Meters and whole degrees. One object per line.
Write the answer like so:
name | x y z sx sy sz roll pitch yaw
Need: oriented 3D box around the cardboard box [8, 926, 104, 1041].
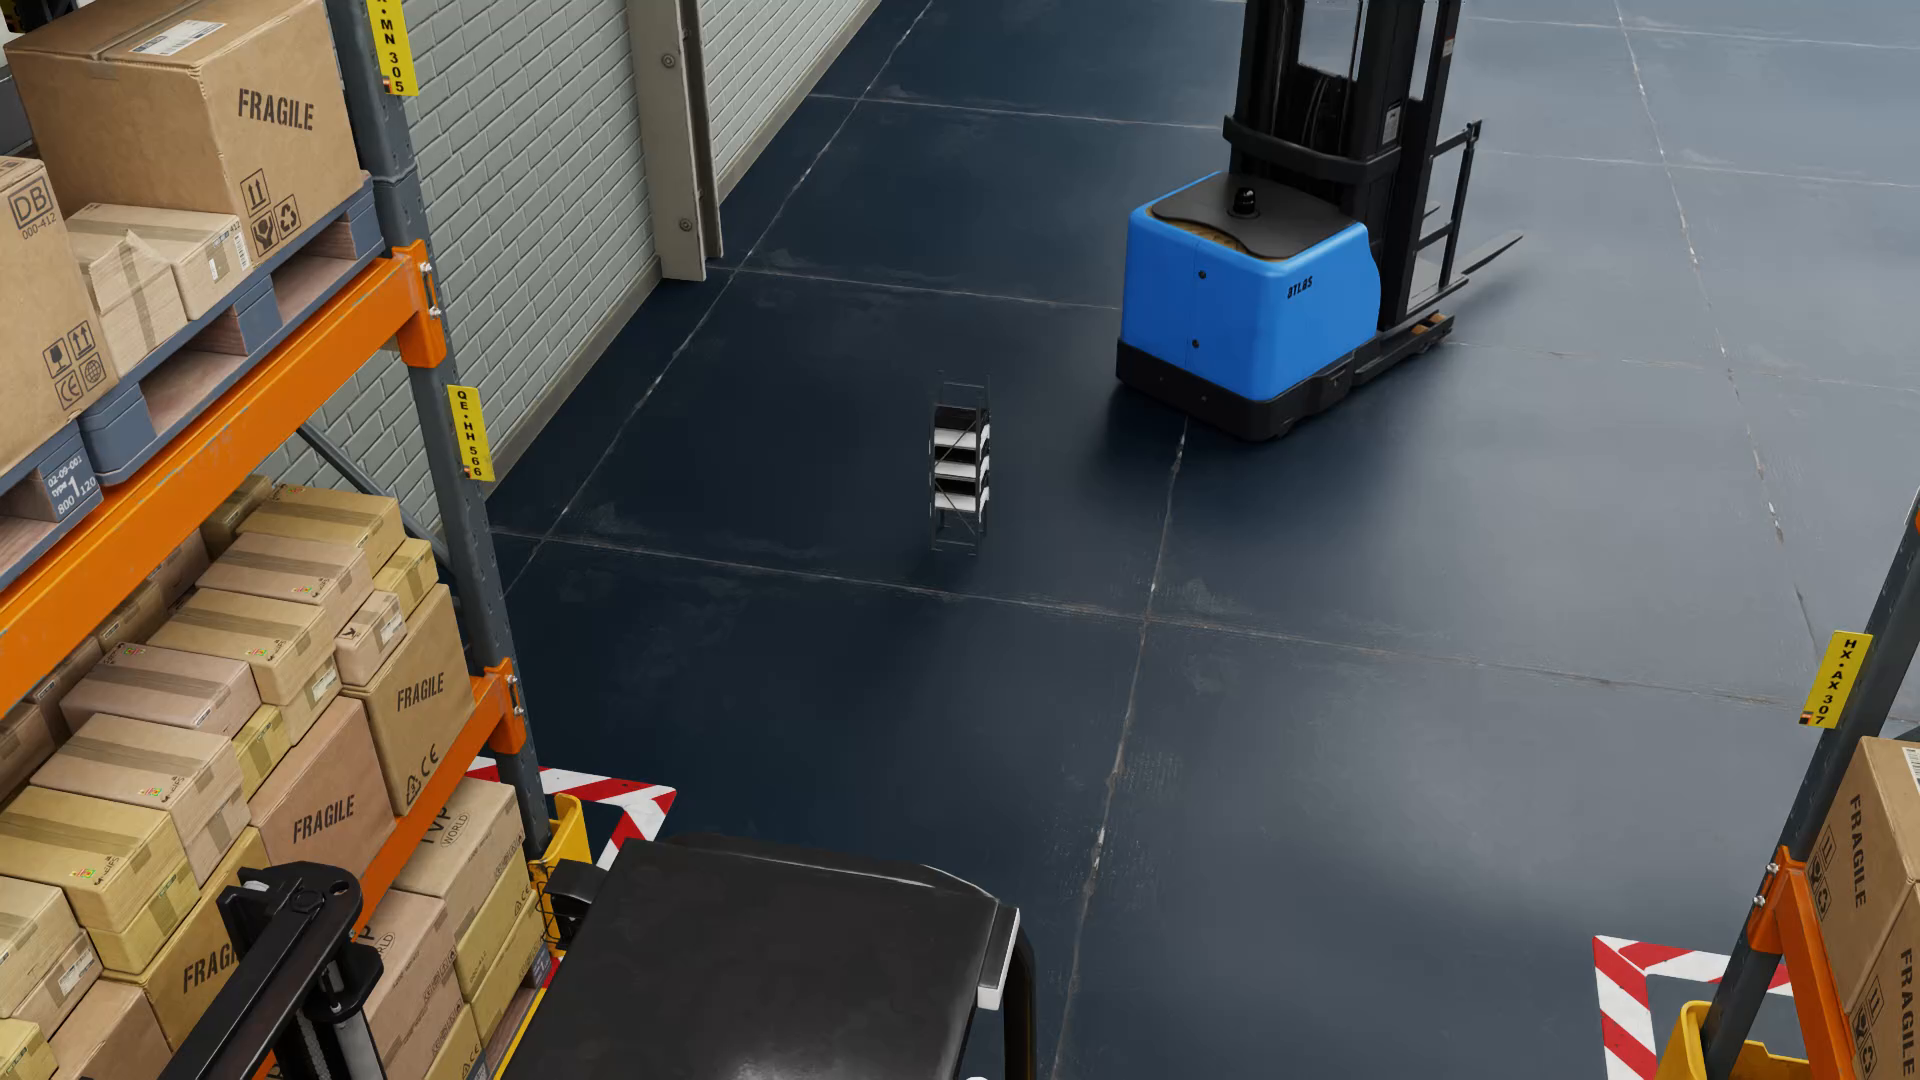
cardboard box | -2.173 0.975 3.711 0.380 0.149 0.250 7 37 10

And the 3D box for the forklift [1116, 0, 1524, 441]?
forklift | 2.281 -2.474 9.165 3.031 2.935 1.130 -30 46 -35

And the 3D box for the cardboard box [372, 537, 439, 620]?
cardboard box | -1.782 0.105 4.912 0.380 0.149 0.250 8 37 11

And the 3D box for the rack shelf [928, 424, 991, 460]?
rack shelf | -0.002 -0.478 7.893 0.258 0.077 0.200 7 37 10

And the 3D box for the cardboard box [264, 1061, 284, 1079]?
cardboard box | -1.976 1.599 4.620 0.500 0.250 0.500 8 37 11

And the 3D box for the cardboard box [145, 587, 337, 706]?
cardboard box | -1.904 0.281 4.415 0.380 0.149 0.250 8 37 11

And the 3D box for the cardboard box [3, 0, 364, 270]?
cardboard box | -1.838 -1.007 4.000 0.500 0.500 0.500 8 37 11

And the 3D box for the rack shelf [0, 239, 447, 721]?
rack shelf | -2.409 0.397 3.203 1.077 0.370 4.000 7 37 10

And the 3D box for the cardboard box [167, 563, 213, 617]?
cardboard box | -2.298 0.182 4.805 0.380 0.149 0.250 7 37 10

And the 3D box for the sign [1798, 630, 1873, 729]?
sign | 2.338 0.375 4.438 0.100 0.325 0.005 7 37 10

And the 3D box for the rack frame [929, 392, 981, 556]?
rack frame | -0.023 -0.301 7.899 0.240 0.900 0.006 7 37 10

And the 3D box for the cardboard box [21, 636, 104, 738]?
cardboard box | -2.461 0.355 4.313 0.380 0.149 0.250 8 37 10

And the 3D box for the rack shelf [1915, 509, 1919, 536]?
rack shelf | 2.441 1.017 2.347 1.077 0.370 4.000 7 37 10

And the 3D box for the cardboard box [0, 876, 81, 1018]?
cardboard box | -2.174 0.862 3.613 0.380 0.149 0.250 8 37 11

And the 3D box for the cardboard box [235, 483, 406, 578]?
cardboard box | -1.852 -0.018 4.827 0.380 0.149 0.250 7 37 10

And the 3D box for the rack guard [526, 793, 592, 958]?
rack guard | -1.976 1.172 6.207 1.175 0.500 0.348 7 37 10

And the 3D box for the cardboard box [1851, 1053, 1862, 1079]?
cardboard box | 2.418 1.353 4.041 0.380 0.149 0.250 6 36 8

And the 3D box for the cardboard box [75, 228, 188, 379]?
cardboard box | -1.916 -0.538 3.552 0.396 0.266 0.258 7 37 10

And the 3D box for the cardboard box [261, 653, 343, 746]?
cardboard box | -1.923 0.396 4.510 0.380 0.149 0.250 8 37 11

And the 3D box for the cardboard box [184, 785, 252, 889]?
cardboard box | -1.997 0.696 4.096 0.380 0.149 0.250 6 36 8

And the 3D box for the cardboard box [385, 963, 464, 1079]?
cardboard box | -1.898 1.519 5.157 0.500 0.250 0.500 7 37 10

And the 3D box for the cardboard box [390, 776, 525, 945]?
cardboard box | -1.775 1.015 5.426 0.500 0.250 0.500 8 37 12

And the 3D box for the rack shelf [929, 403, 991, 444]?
rack shelf | -0.002 -0.551 7.841 0.258 0.077 0.200 7 37 10

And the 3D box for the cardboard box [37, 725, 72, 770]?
cardboard box | -2.475 0.473 4.404 0.380 0.149 0.250 6 36 8

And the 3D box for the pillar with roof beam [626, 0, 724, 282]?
pillar with roof beam | 2.477 -4.869 7.300 9.100 9.000 0.400 7 37 10

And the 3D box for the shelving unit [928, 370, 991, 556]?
shelving unit | -0.002 -0.360 7.980 0.258 0.900 0.210 7 37 10

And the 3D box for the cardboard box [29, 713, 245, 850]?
cardboard box | -1.977 0.577 4.006 0.380 0.149 0.250 8 37 11

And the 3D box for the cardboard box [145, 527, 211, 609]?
cardboard box | -2.380 0.061 4.719 0.380 0.149 0.250 9 37 12

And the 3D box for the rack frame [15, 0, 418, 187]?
rack frame | -1.981 -2.255 3.694 1.000 3.000 0.127 7 37 10

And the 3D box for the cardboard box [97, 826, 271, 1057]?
cardboard box | -2.059 1.039 4.176 0.500 0.500 0.500 7 36 9

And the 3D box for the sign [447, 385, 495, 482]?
sign | -1.454 -0.315 4.940 0.100 0.325 0.005 7 37 10

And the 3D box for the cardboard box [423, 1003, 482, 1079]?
cardboard box | -1.889 1.710 5.320 0.500 0.250 0.500 7 37 10

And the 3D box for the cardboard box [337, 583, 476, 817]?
cardboard box | -1.830 0.448 4.990 0.500 0.500 0.500 7 36 9

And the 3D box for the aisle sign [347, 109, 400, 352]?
aisle sign | -1.680 -0.880 4.692 0.394 0.787 0.004 7 37 10

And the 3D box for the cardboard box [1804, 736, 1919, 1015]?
cardboard box | 2.496 0.870 4.155 0.500 0.500 0.500 7 36 9

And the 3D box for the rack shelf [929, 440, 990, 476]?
rack shelf | -0.002 -0.406 7.946 0.258 0.077 0.200 7 37 10

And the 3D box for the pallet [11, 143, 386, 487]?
pallet | -2.158 -0.603 4.045 1.003 0.211 1.213 7 37 10
